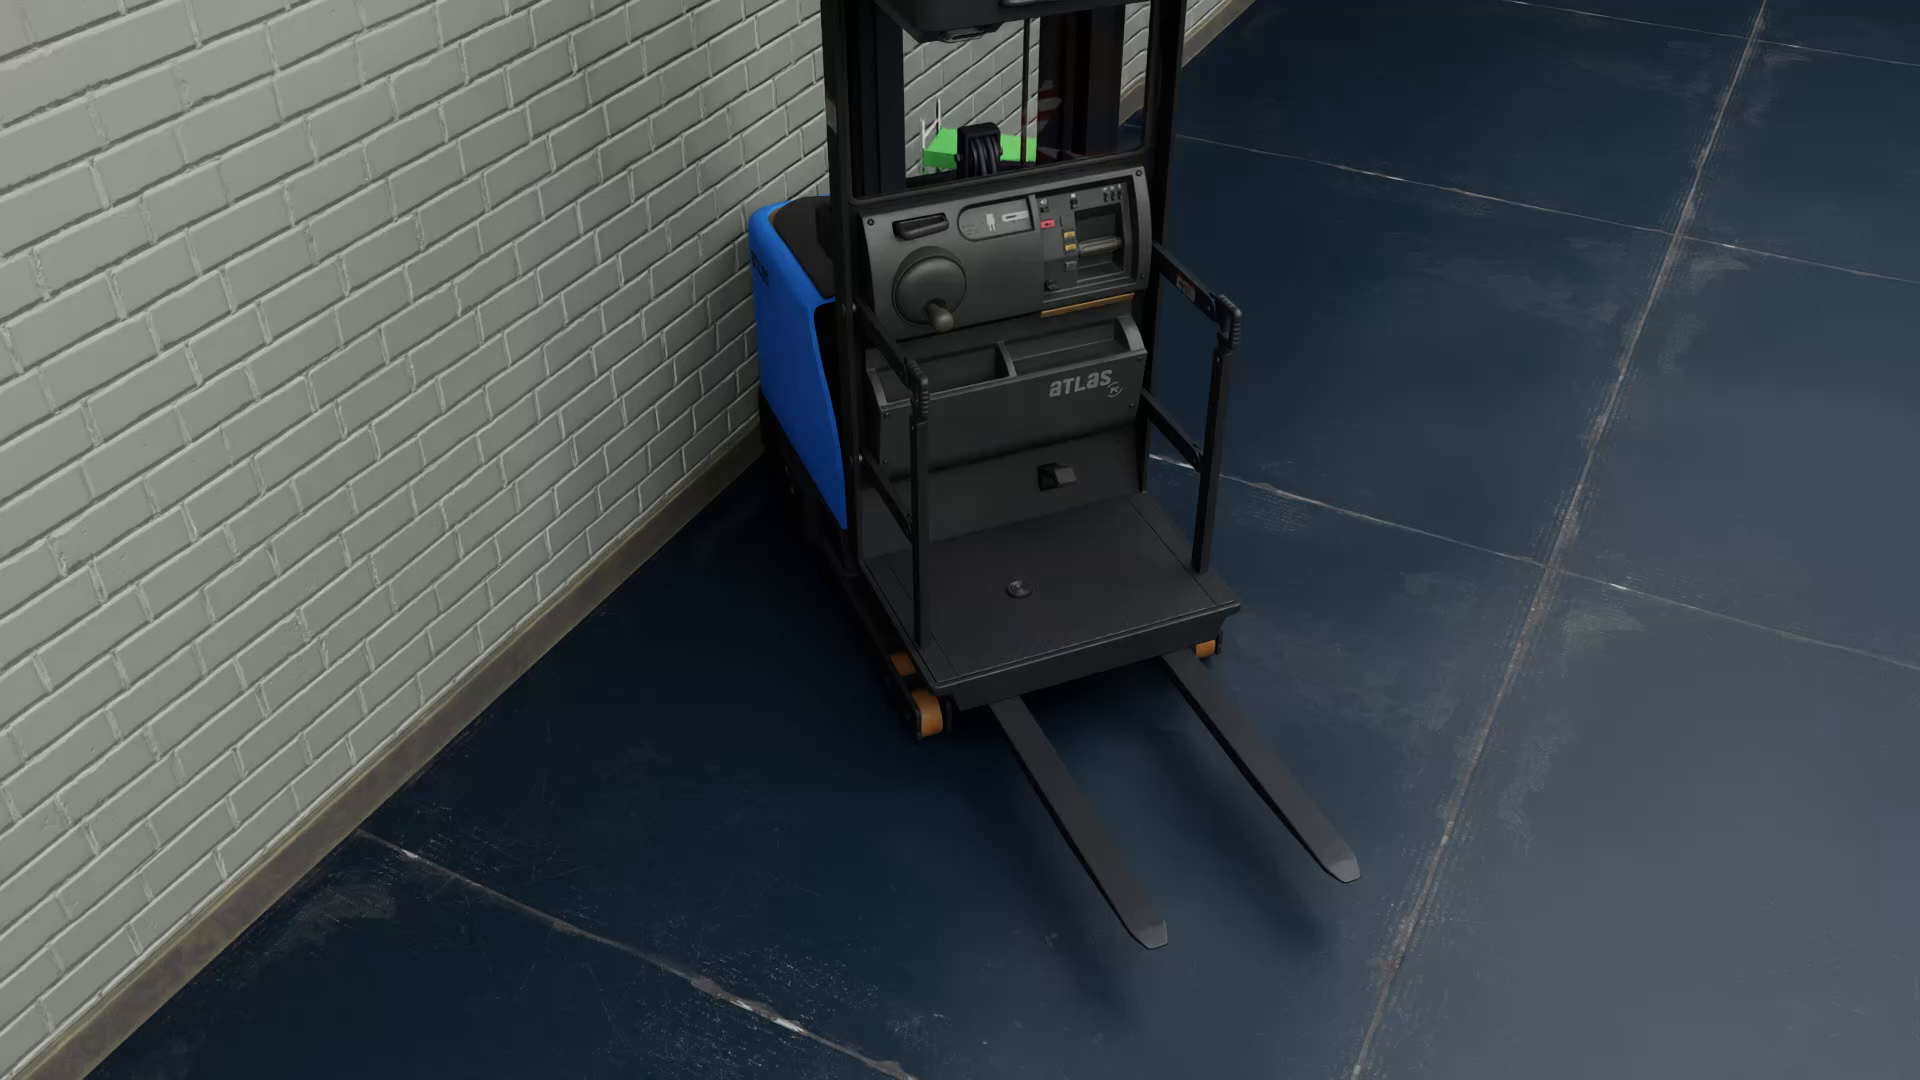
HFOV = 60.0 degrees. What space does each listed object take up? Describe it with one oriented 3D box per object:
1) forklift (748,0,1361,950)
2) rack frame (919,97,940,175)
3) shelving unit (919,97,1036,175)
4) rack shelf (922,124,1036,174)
[{"bbox_3d":[0.237,-0.819,4.904,1.130,2.935,3.031,-14,39,-18],"label":"forklift"},{"bbox_3d":[-0.121,-1.199,6.834,0.015,1.200,0.240,10,38,12],"label":"rack frame"},{"bbox_3d":[0.114,-1.159,6.782,0.503,1.200,0.258,10,38,12],"label":"shelving unit"},{"bbox_3d":[0.115,-1.494,6.534,0.480,0.148,0.258,10,38,12],"label":"rack shelf"}]
